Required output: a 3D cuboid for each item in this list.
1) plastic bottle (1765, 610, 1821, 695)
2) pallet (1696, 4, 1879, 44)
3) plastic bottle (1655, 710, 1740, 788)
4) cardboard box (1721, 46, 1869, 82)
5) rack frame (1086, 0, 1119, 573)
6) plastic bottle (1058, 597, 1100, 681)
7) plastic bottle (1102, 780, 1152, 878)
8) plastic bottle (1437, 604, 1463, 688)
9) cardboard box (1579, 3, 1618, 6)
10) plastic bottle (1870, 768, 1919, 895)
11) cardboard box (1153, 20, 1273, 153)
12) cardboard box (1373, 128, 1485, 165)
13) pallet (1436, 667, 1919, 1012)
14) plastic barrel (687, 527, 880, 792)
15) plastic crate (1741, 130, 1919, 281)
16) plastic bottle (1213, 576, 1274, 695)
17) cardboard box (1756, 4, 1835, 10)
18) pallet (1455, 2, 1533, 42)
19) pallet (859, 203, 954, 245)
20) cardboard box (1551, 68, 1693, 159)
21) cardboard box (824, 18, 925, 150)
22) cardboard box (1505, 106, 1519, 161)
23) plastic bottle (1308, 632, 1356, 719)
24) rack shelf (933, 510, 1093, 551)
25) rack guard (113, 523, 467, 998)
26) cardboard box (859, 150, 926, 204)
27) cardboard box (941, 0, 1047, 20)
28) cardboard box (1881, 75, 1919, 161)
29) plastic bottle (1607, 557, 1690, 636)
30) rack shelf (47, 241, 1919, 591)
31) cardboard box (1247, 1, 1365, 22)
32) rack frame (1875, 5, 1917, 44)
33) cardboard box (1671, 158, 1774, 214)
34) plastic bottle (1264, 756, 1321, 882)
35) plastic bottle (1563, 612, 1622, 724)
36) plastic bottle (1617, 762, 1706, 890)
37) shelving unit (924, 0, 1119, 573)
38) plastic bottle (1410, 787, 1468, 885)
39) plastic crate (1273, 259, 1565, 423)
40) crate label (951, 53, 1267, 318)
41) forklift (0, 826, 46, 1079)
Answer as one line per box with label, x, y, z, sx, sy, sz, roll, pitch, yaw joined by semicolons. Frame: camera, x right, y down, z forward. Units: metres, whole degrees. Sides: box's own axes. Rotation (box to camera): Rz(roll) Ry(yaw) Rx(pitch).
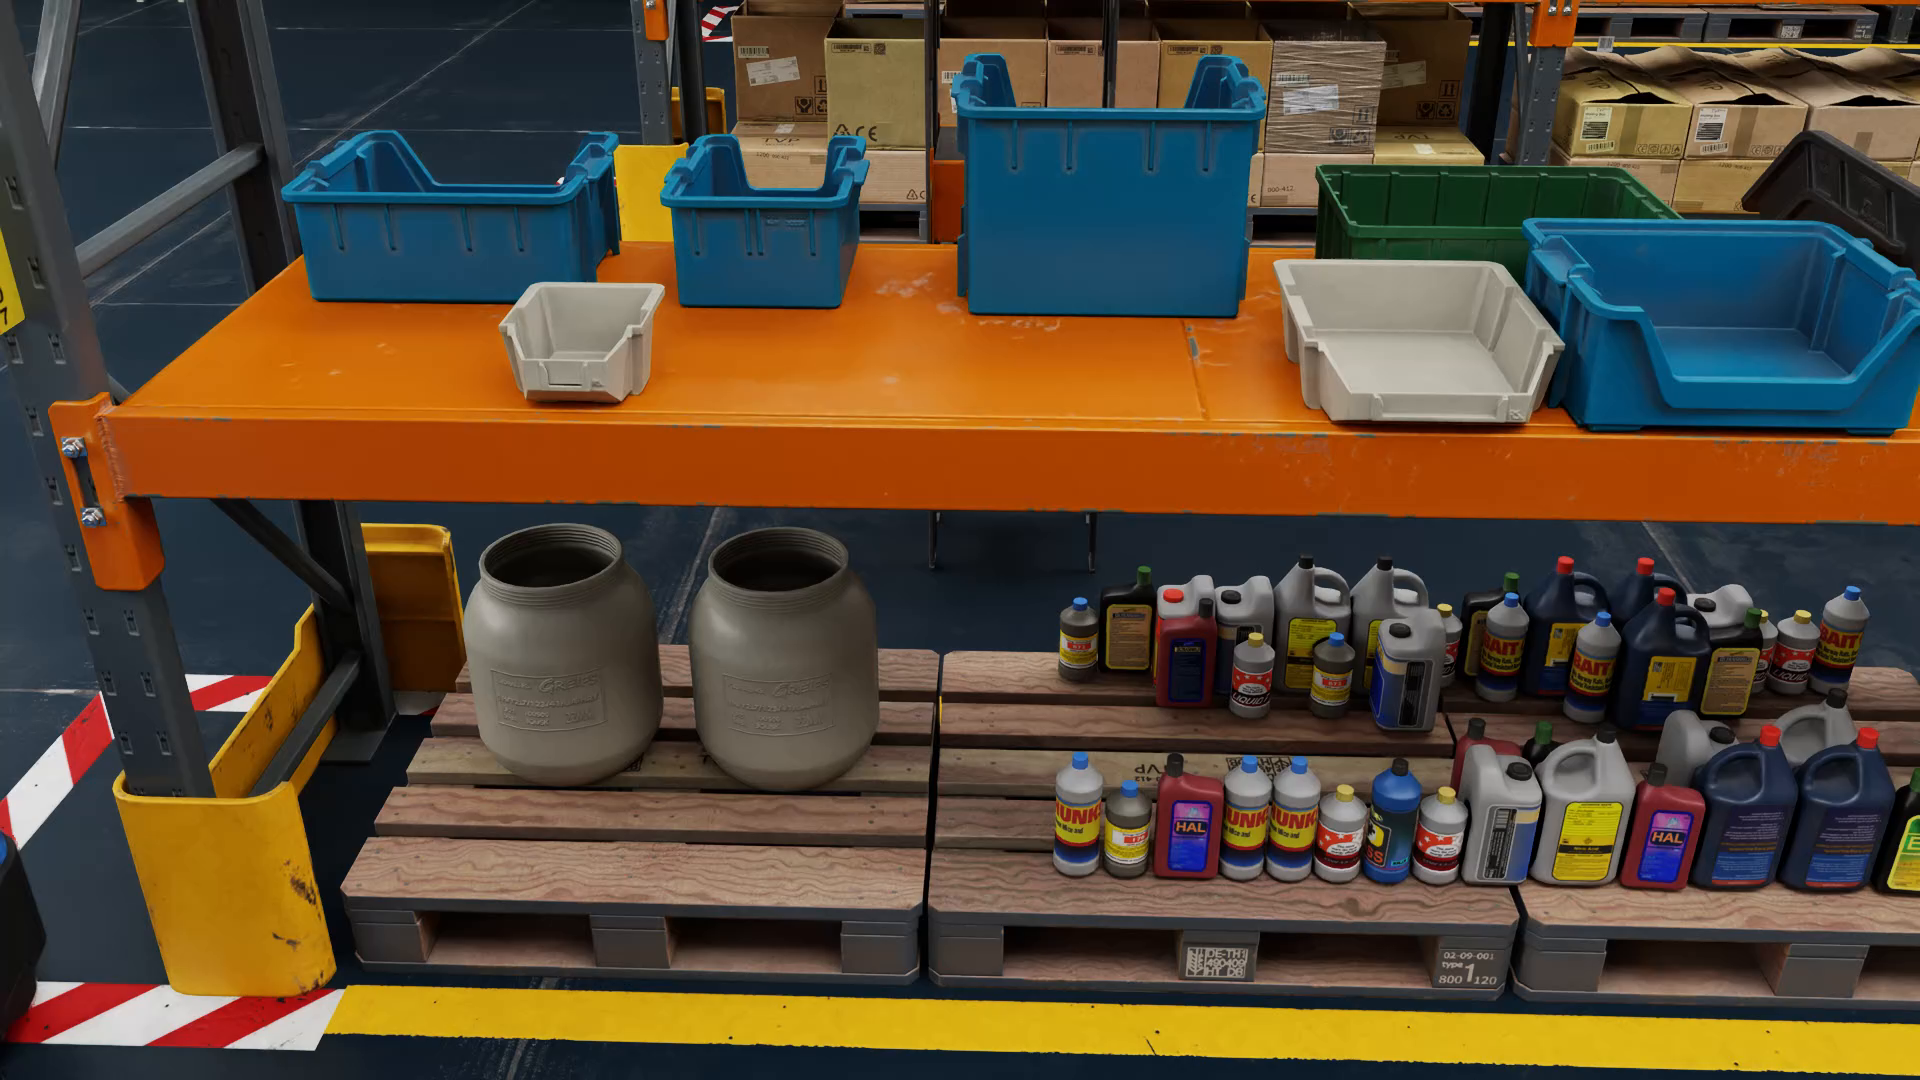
plastic bottle;2.037;0.267;4.062;0.097;0.201;0.097;0;28;0
pallet;6.007;-3.916;12.411;1.213;0.211;1.003;1;28;2
plastic bottle;1.576;0.497;3.548;0.135;0.276;0.152;1;28;2
cardboard box;4.053;-2.212;8.110;0.500;0.311;0.500;1;28;2
rack frame;0.409;-0.921;4.745;0.015;2.100;0.400;1;28;2
plastic bottle;0.295;0.238;4.116;0.097;0.201;0.097;0;28;0
plastic bottle;0.348;0.590;3.452;0.097;0.201;0.097;0;28;0
plastic bottle;1.178;0.253;4.089;0.097;0.201;0.097;0;28;0
cardboard box;4.554;-4.273;12.308;0.500;0.500;0.700;1;28;2
plastic bottle;1.949;0.589;3.366;0.133;0.283;0.061;2;28;4
cardboard box;1.149;-2.109;7.713;0.500;0.500;0.500;1;28;2
cardboard box;2.149;-1.758;7.850;0.500;0.250;0.500;1;28;2
pallet;1.771;0.638;3.820;1.213;0.211;1.003;1;28;2
plastic barrel;-0.395;0.268;3.750;0.421;0.512;0.421;0;28;0
plastic crate;1.922;-0.604;3.253;0.504;0.338;0.767;1;28;2
plastic bottle;0.684;0.224;4.063;0.135;0.276;0.152;0;28;0
cardboard box;6.067;-4.212;12.191;0.500;0.500;0.700;1;28;3
pallet;3.569;-3.956;12.487;1.213;0.211;1.003;1;28;2
pallet;-0.612;-1.723;8.274;1.213;0.211;1.003;1;28;2
cardboard box;3.024;-1.977;7.665;0.500;0.311;0.500;1;28;2
cardboard box;-0.350;-2.129;7.751;0.500;0.500;0.500;1;28;2
cardboard box;3.044;-1.981;8.272;0.500;0.250;0.500;1;28;1
plastic bottle;0.889;0.315;3.970;0.097;0.201;0.097;0;28;0
rack shelf;0.165;-0.294;5.087;0.480;0.518;0.431;1;28;2
rack guard;-1.479;0.454;3.859;0.348;0.500;1.175;1;28;2
cardboard box;-0.350;-1.799;7.928;0.500;0.250;0.500;1;28;2
cardboard box;0.169;-2.370;8.206;0.500;0.500;0.500;1;28;2
cardboard box;4.560;-1.952;7.618;0.500;0.311;0.500;2;28;3
plastic bottle;1.649;0.205;4.019;0.185;0.351;0.144;2;28;3
rack shelf;0.442;-0.278;3.340;4.000;0.370;1.077;1;28;2
cardboard box;1.667;-2.342;8.153;0.500;0.500;0.500;1;28;2
rack frame;6.788;-5.134;11.733;0.127;3.000;1.000;1;28;2
cardboard box;3.525;-1.721;7.780;0.500;0.250;0.500;2;28;3
plastic bottle;0.687;0.565;3.425;0.097;0.271;0.097;0;28;0
plastic bottle;1.500;0.295;3.935;0.097;0.271;0.097;0;28;0
plastic bottle;1.431;0.581;3.383;0.133;0.283;0.061;3;28;5
shelving unit;0.165;-0.925;4.753;0.503;2.100;0.431;1;28;2
plastic bottle;0.992;0.601;3.432;0.097;0.201;0.097;0;28;0
plastic crate;0.809;-0.355;2.998;0.437;0.136;0.530;1;28;2
crate label;0.293;-0.741;3.407;0.616;0.435;0.502;1;28;2
forklift;-2.186;0.315;1.526;1.130;2.935;3.031;-5;28;-9
